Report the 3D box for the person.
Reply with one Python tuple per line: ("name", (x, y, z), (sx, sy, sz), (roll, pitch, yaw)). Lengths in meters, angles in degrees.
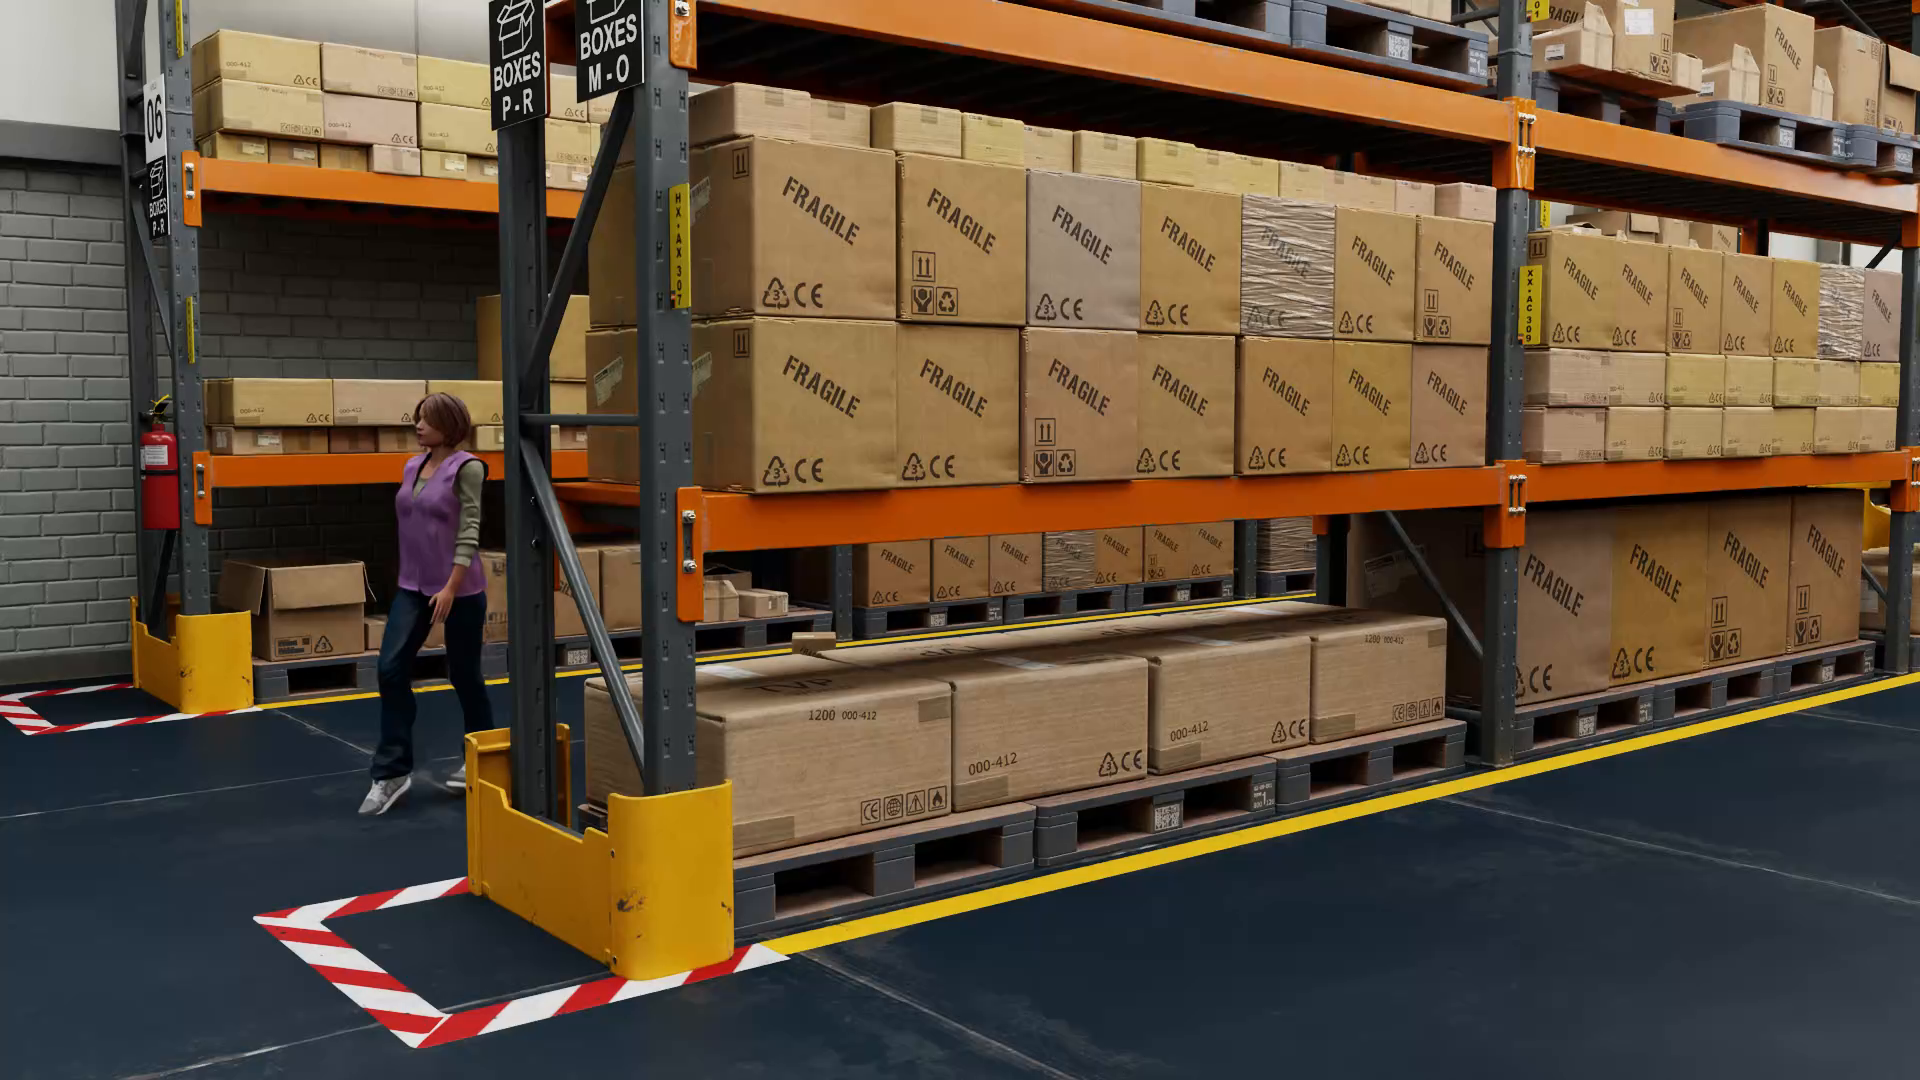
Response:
("person", (-2.045, 0.242, 6.496), (0.414, 1.638, 0.628), (2, 5, 23))
